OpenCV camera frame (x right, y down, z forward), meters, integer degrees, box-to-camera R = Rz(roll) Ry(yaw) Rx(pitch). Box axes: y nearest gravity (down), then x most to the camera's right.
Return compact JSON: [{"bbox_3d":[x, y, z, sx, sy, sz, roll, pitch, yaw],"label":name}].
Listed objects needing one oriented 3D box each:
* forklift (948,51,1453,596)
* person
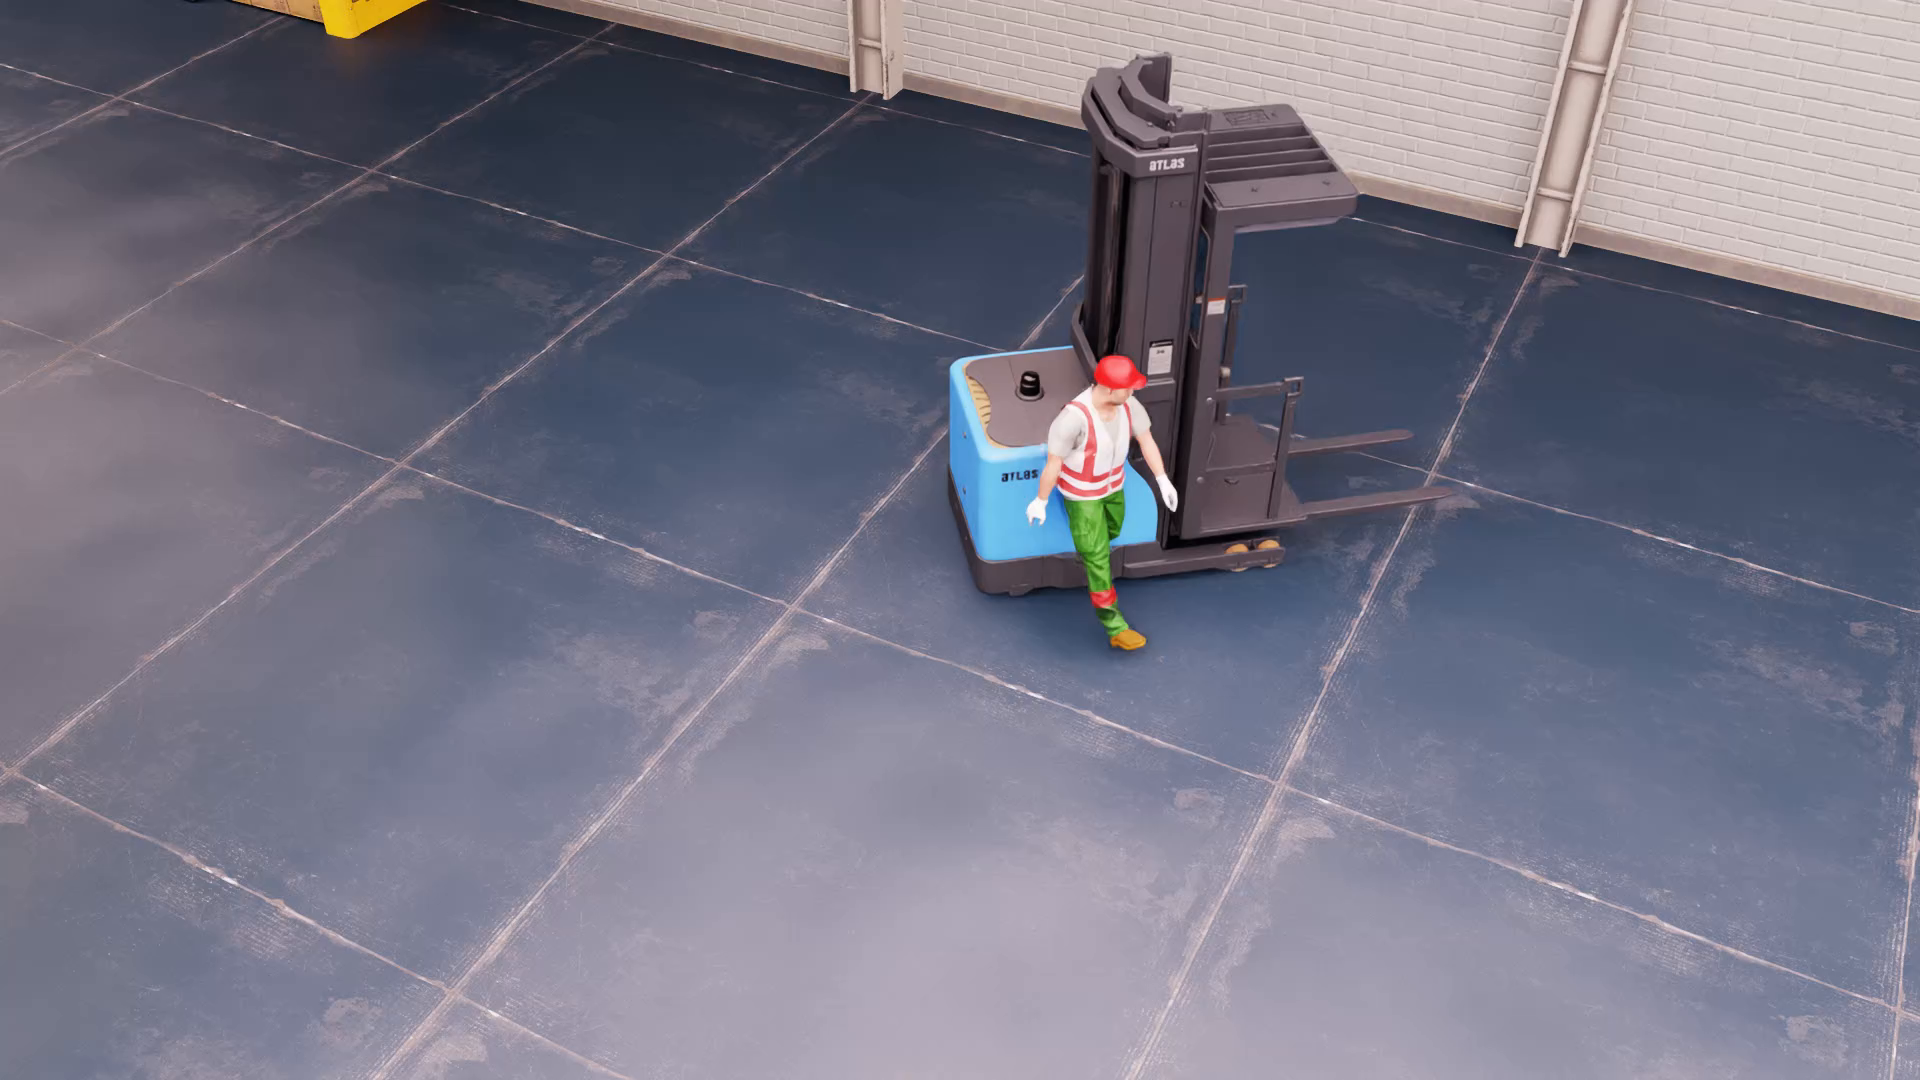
[{"bbox_3d":[1.495,-1.259,9.482,3.031,2.935,1.130,-7,41,-9],"label":"forklift"},{"bbox_3d":[0.806,-0.204,9.197,0.718,1.756,0.980,-30,48,-31],"label":"person"}]
